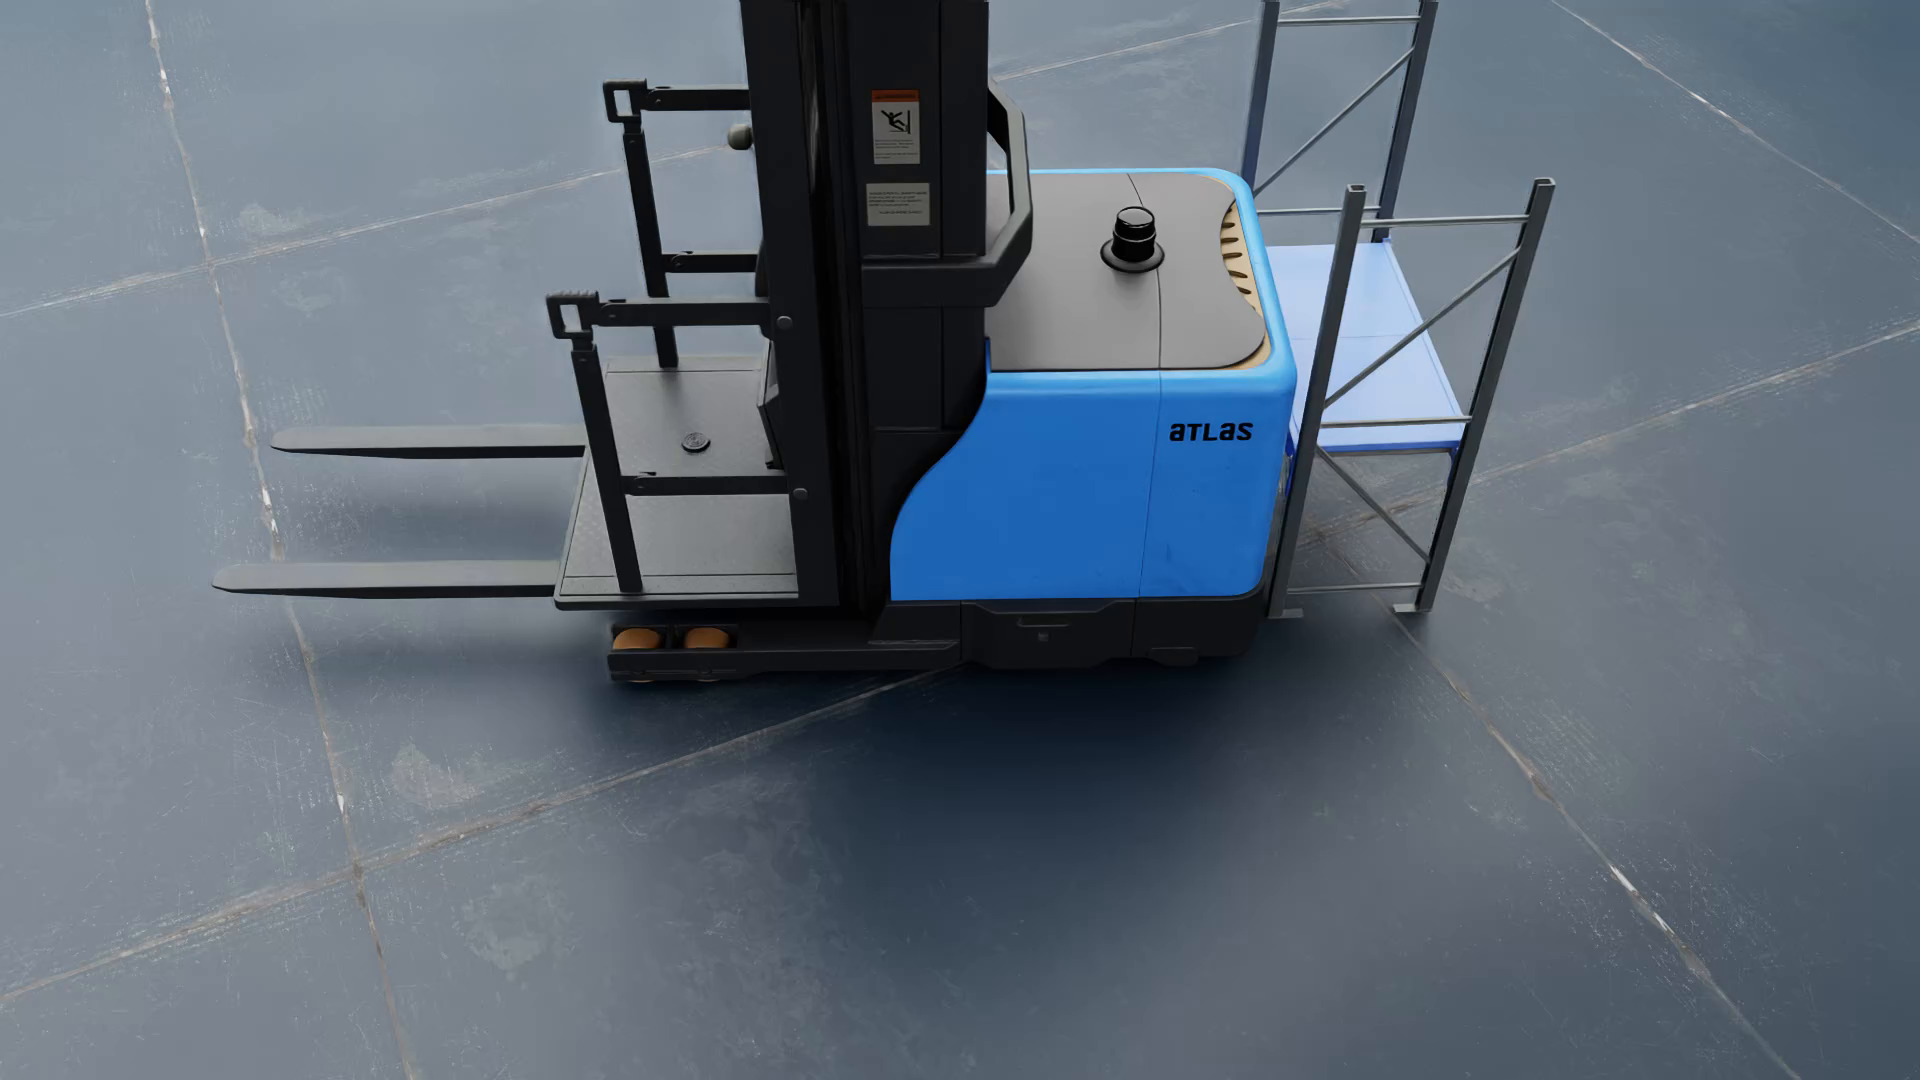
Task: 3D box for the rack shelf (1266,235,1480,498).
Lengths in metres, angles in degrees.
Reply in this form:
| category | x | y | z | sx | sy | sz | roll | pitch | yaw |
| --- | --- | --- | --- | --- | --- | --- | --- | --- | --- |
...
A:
| category | x | y | z | sx | sy | sz | roll | pitch | yaw |
| --- | --- | --- | --- | --- | --- | --- | --- | --- | --- |
| rack shelf | 1.143 | -0.544 | 4.990 | 0.538 | 0.185 | 1.000 | -2 | 45 | -3 |

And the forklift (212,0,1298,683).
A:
| category | x | y | z | sx | sy | sz | roll | pitch | yaw |
| --- | --- | --- | --- | --- | --- | --- | --- | --- | --- |
| forklift | -0.654 | -1.006 | 4.183 | 3.031 | 2.935 | 1.130 | -1 | 45 | -1 |

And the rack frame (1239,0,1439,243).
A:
| category | x | y | z | sx | sy | sz | roll | pitch | yaw |
| --- | --- | --- | --- | --- | --- | --- | --- | --- | --- |
| rack frame | 1.111 | -1.029 | 5.224 | 0.500 | 1.500 | 0.032 | -2 | 45 | -3 |

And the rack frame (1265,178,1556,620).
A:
| category | x | y | z | sx | sy | sz | roll | pitch | yaw |
| --- | --- | --- | --- | --- | --- | --- | --- | --- | --- |
| rack frame | 1.174 | -0.316 | 4.502 | 0.500 | 1.500 | 0.032 | -2 | 45 | -3 |

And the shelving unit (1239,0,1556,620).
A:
| category | x | y | z | sx | sy | sz | roll | pitch | yaw |
| --- | --- | --- | --- | --- | --- | --- | --- | --- | --- |
| shelving unit | 1.143 | -0.672 | 4.863 | 0.538 | 1.500 | 1.048 | -2 | 45 | -3 |
